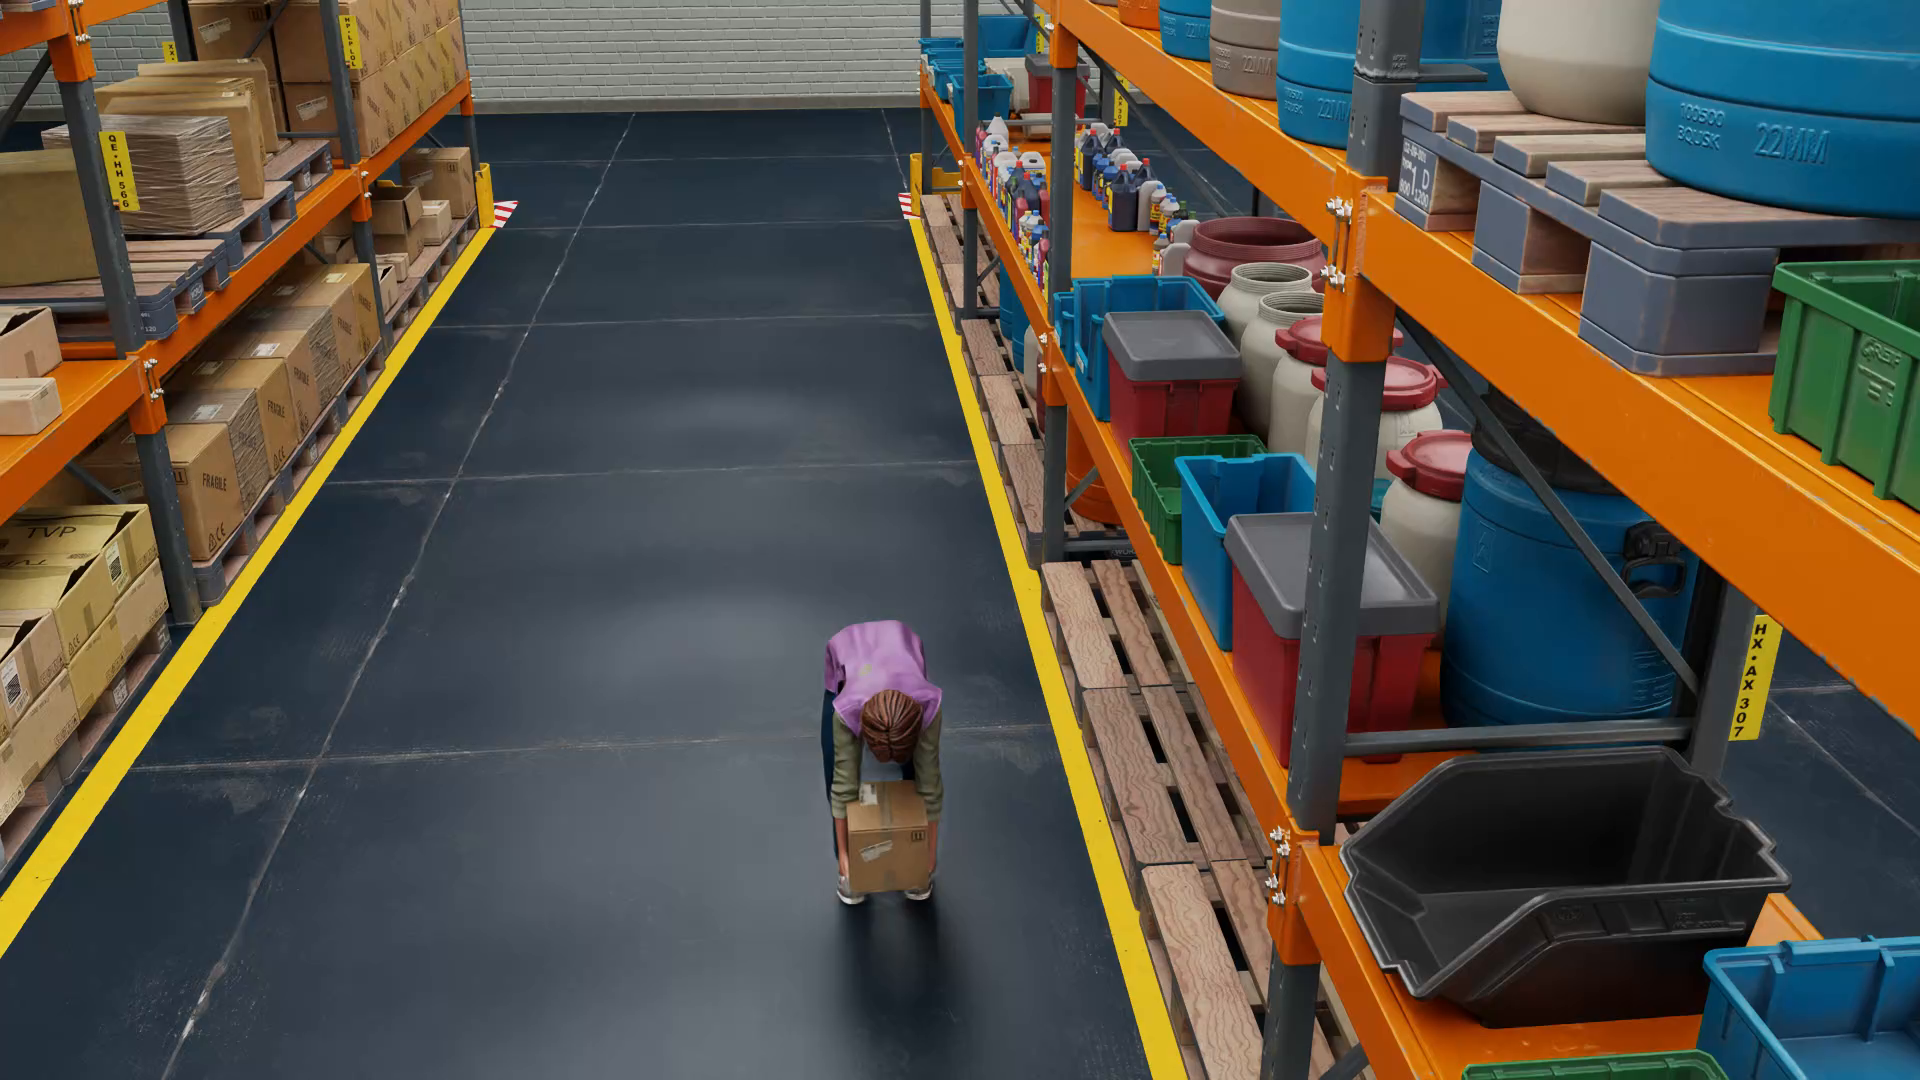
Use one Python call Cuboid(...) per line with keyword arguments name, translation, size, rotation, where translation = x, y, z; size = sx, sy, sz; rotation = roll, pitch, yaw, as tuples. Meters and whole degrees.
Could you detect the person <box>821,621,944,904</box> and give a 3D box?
Cuboid(name="person", translation=(-0.248, 0.817, 5.463), size=(0.390, 1.047, 0.864), rotation=(-3, 24, -7))
